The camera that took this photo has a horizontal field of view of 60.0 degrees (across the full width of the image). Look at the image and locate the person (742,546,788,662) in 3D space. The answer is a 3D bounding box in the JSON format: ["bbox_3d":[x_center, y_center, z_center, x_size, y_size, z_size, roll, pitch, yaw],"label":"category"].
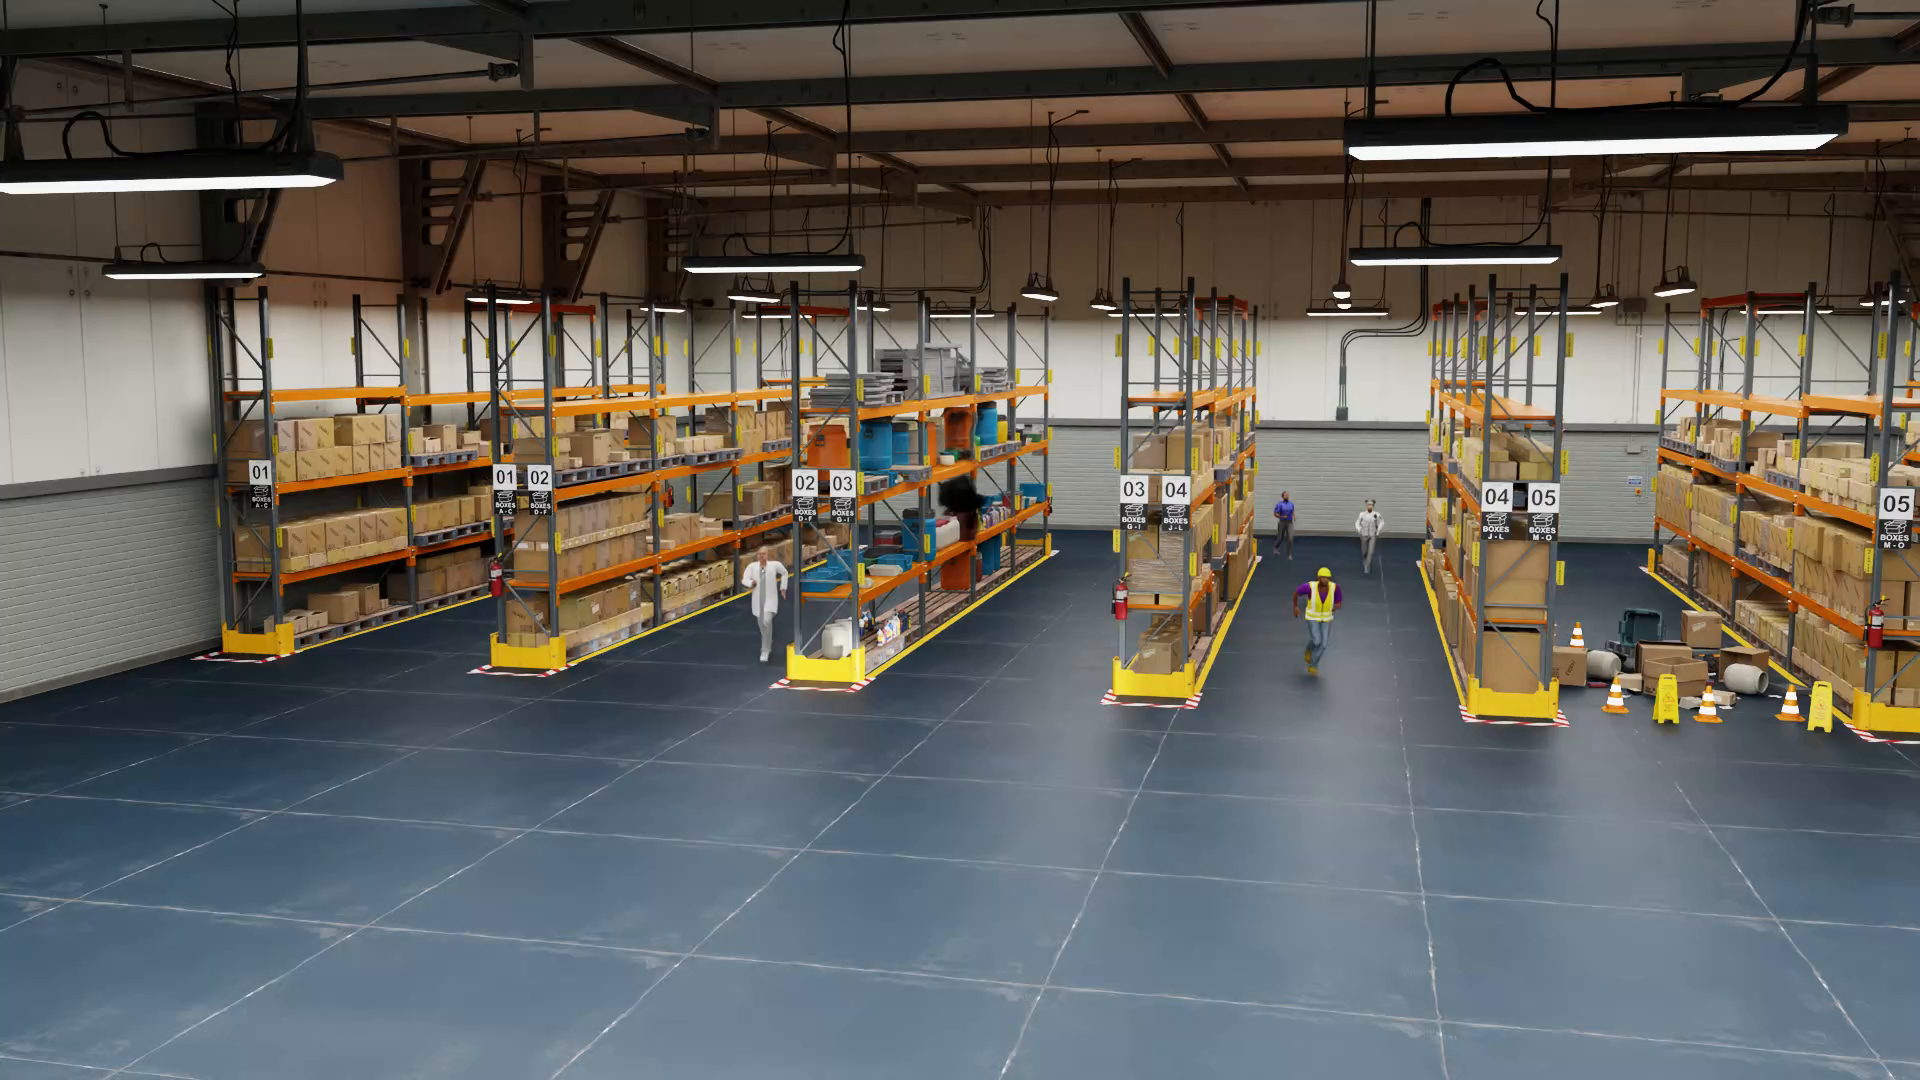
[{"bbox_3d":[-3.170,1.013,27.017,0.674,1.841,0.950,1,7,10],"label":"person"}]

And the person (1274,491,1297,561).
[{"bbox_3d":[7.746,-0.356,39.595,0.589,1.623,0.843,-1,7,-10],"label":"person"}]

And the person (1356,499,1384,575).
[{"bbox_3d":[9.143,-0.098,37.263,0.560,1.676,0.779,2,7,17],"label":"person"}]

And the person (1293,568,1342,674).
[{"bbox_3d":[5.512,1.247,25.512,0.685,1.682,0.713,-1,7,-9],"label":"person"}]

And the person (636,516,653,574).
[{"bbox_3d":[-6.862,0.075,35.760,0.661,1.680,0.585,2,7,13],"label":"person"}]
